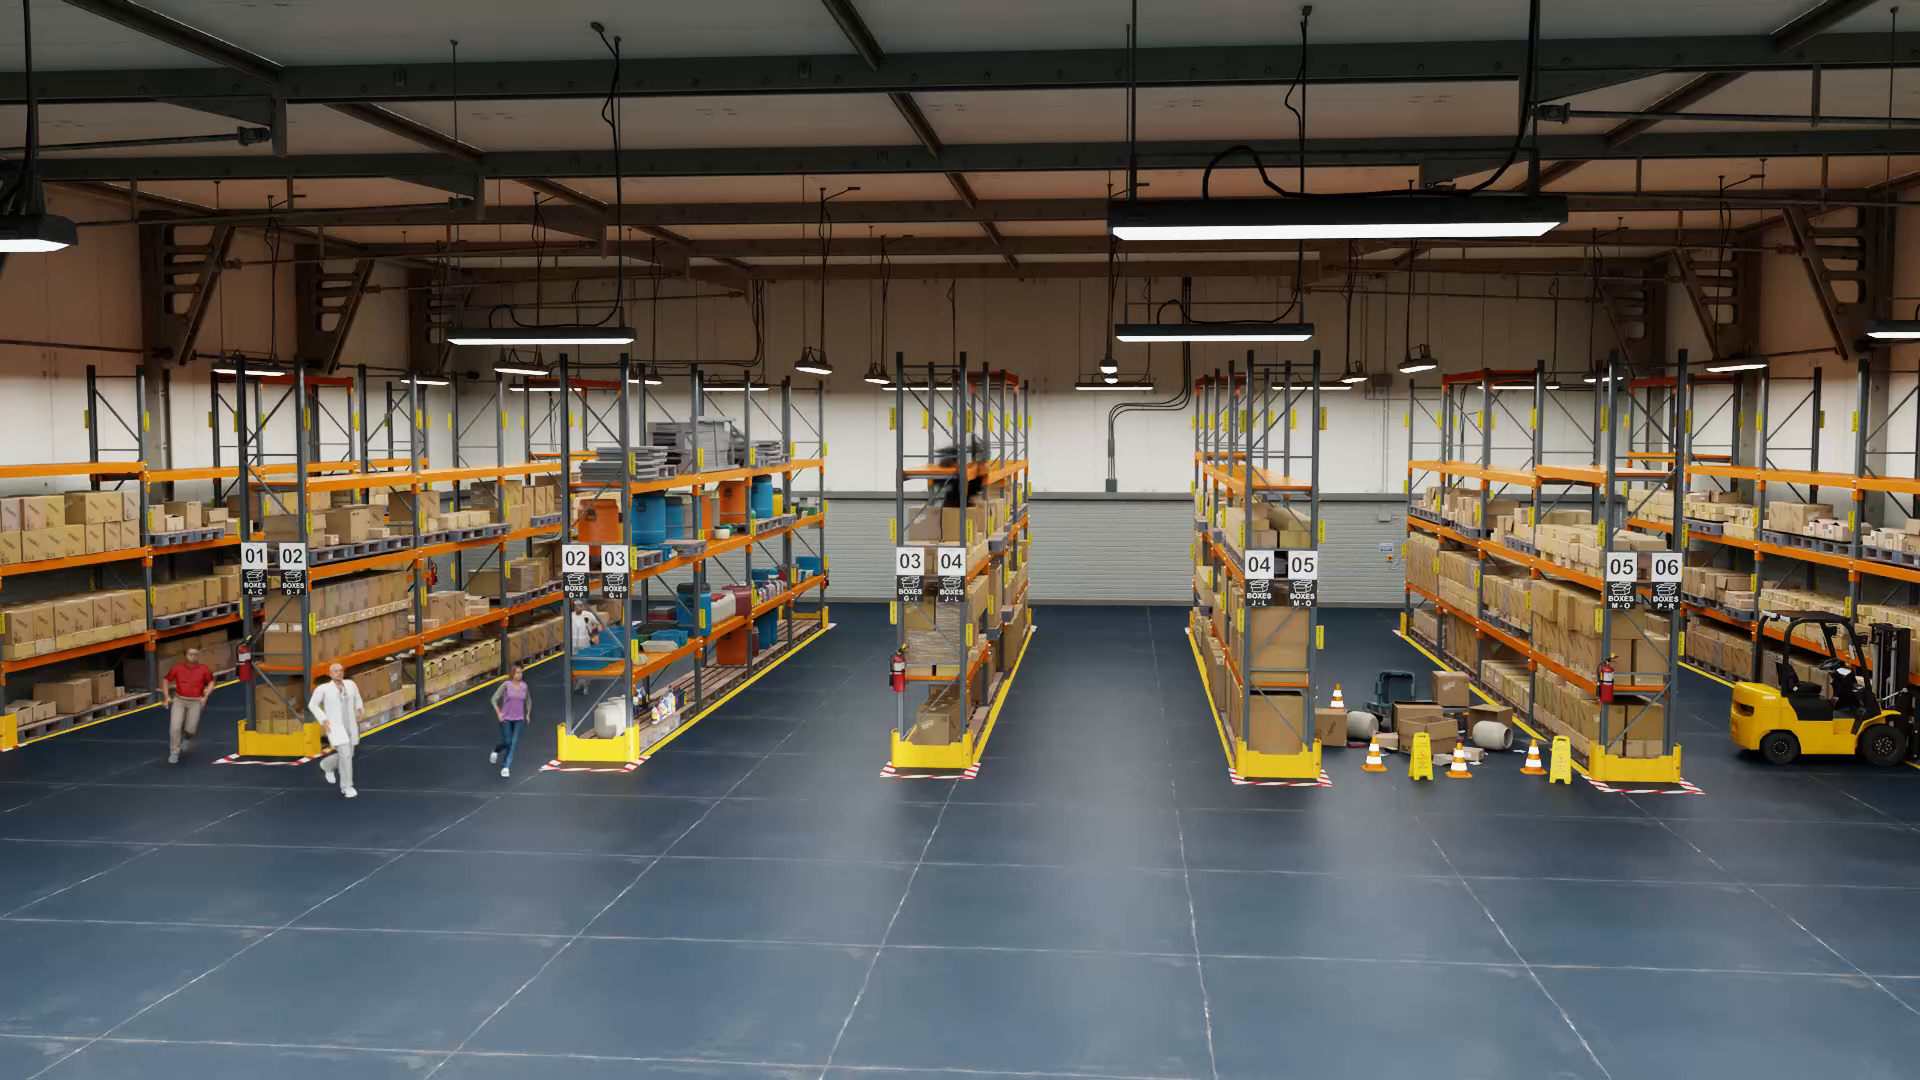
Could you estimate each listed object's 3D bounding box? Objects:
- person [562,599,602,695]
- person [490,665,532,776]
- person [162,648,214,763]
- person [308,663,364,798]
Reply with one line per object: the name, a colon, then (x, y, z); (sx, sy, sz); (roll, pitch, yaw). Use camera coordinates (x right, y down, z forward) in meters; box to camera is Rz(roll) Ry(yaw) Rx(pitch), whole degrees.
person: (-6.983, 1.969, 30.625); (0.678, 1.852, 0.752); (0, 4, 2)
person: (-6.370, 2.554, 23.707); (0.584, 1.527, 0.609); (-3, 5, -34)
person: (-11.466, 2.433, 24.726); (0.707, 1.682, 0.579); (-2, 4, -22)
person: (-8.380, 2.539, 22.427); (0.858, 1.775, 0.704); (3, 5, 40)
